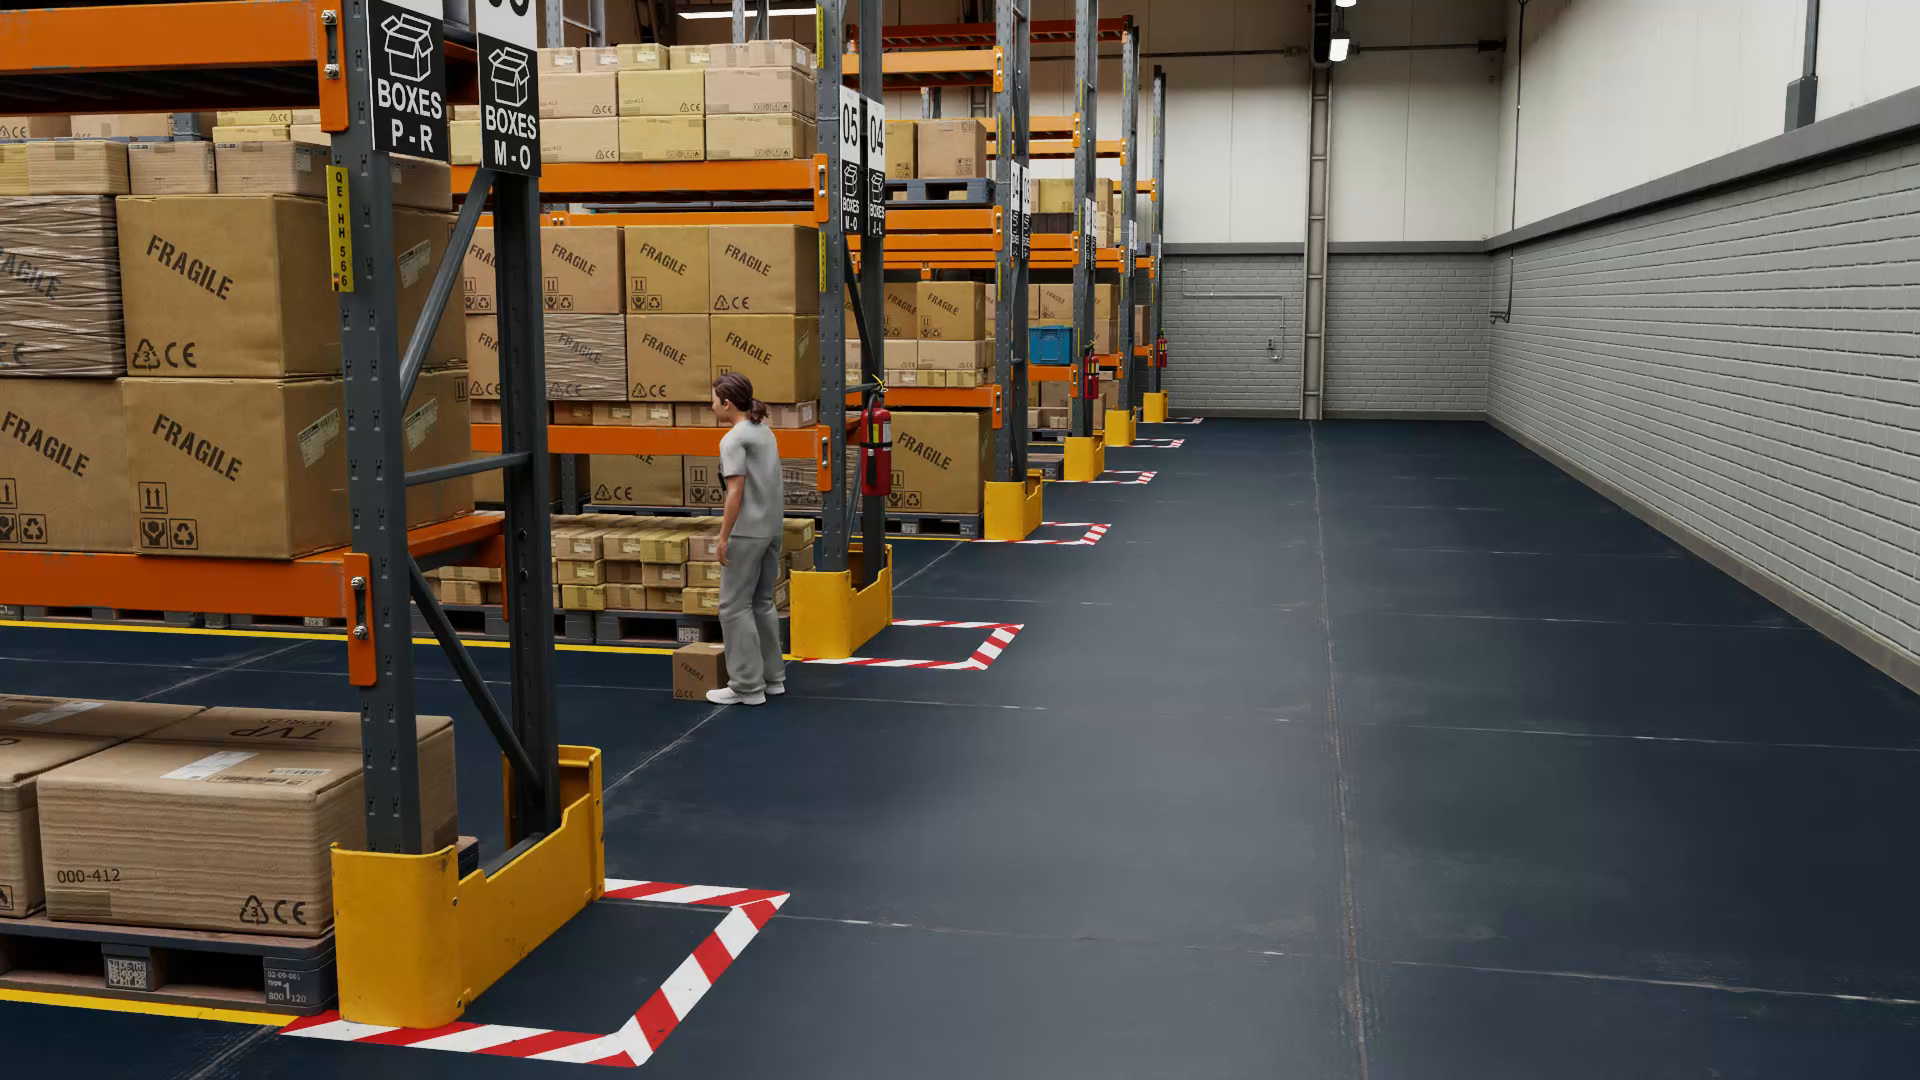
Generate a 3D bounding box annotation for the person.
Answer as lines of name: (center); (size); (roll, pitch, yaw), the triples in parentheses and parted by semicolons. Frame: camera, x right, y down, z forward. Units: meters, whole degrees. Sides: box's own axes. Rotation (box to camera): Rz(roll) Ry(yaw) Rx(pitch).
person: (-1.078, -0.013, 8.417); (0.358, 1.673, 0.492); (3, 9, 19)
